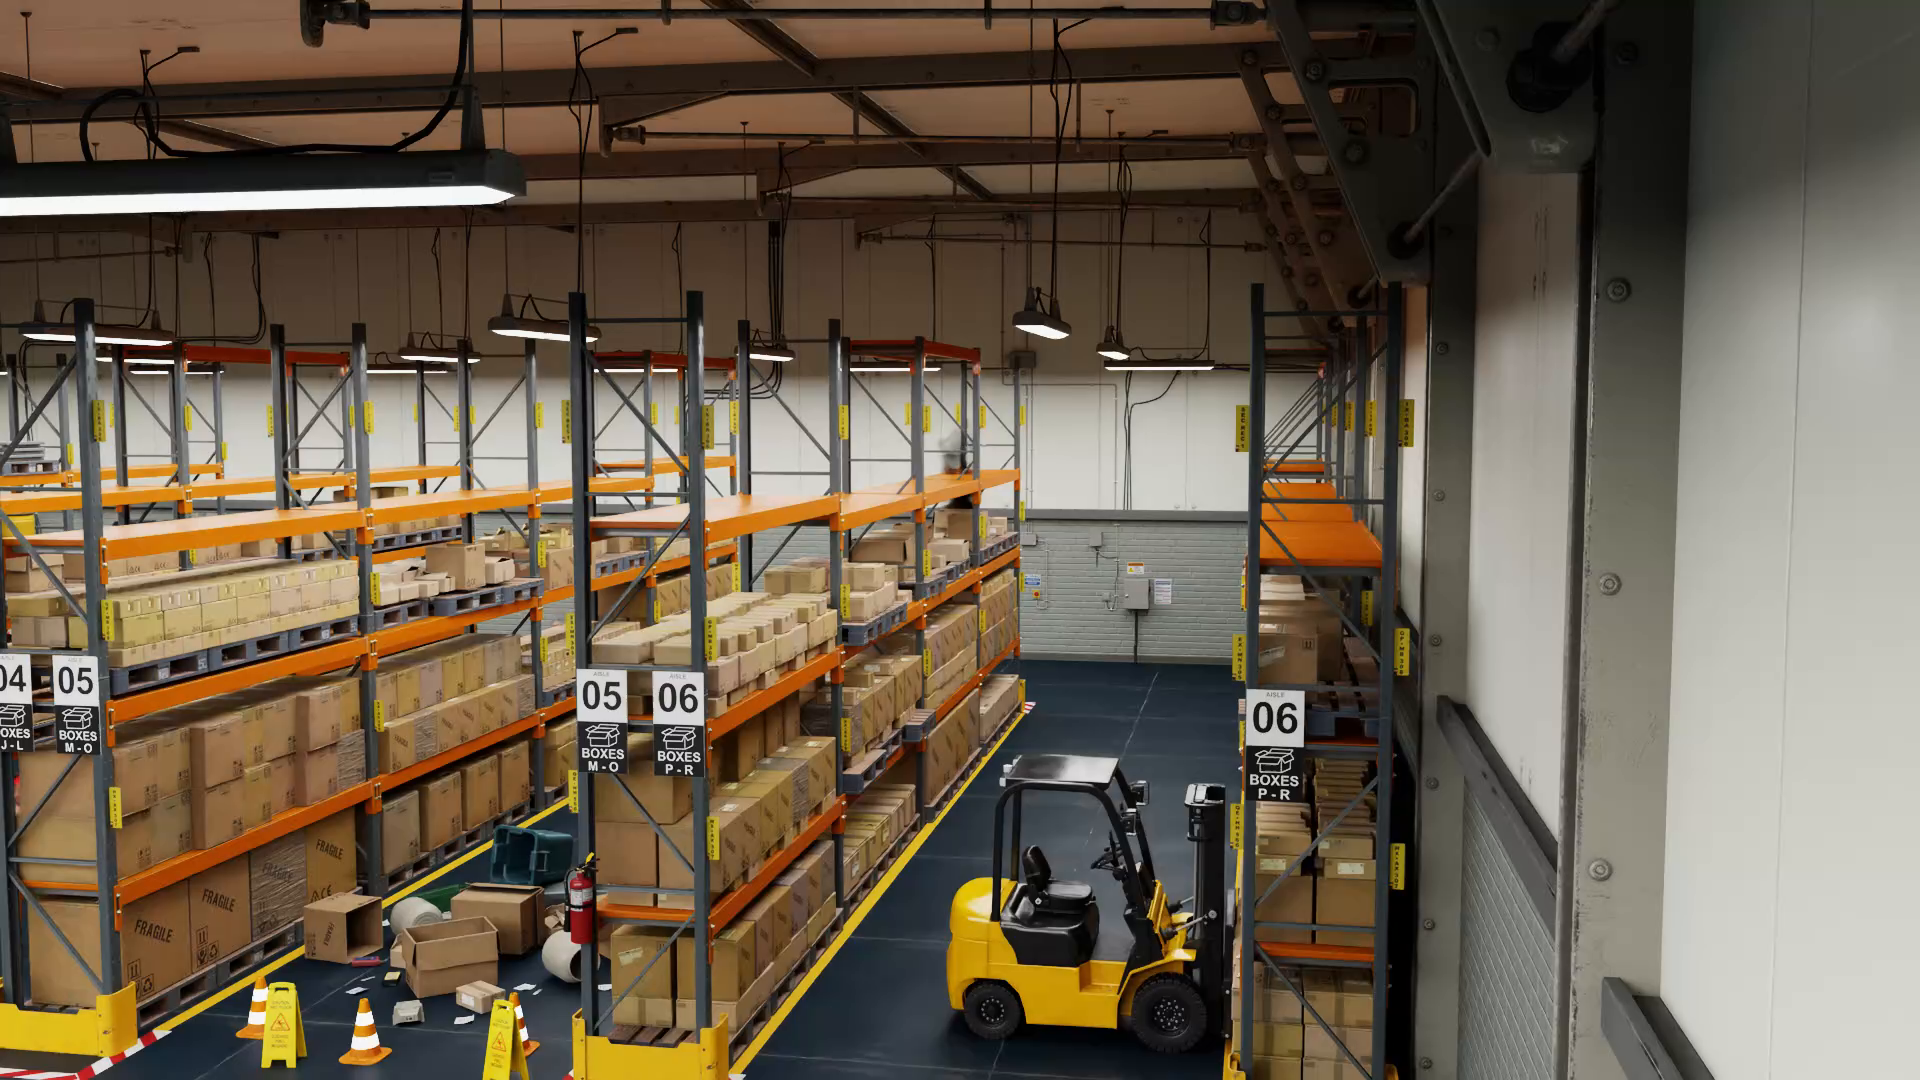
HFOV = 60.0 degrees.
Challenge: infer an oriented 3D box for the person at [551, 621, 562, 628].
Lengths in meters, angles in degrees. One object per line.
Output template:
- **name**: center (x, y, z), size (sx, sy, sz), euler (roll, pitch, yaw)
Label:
- **person**: center (-6.487, 2.153, 26.846), size (0.717, 1.713, 0.681), euler (1, 5, 17)

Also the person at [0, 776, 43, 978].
- **person**: center (-8.547, 3.052, 15.186), size (0.646, 1.846, 0.777), euler (0, 5, -3)
